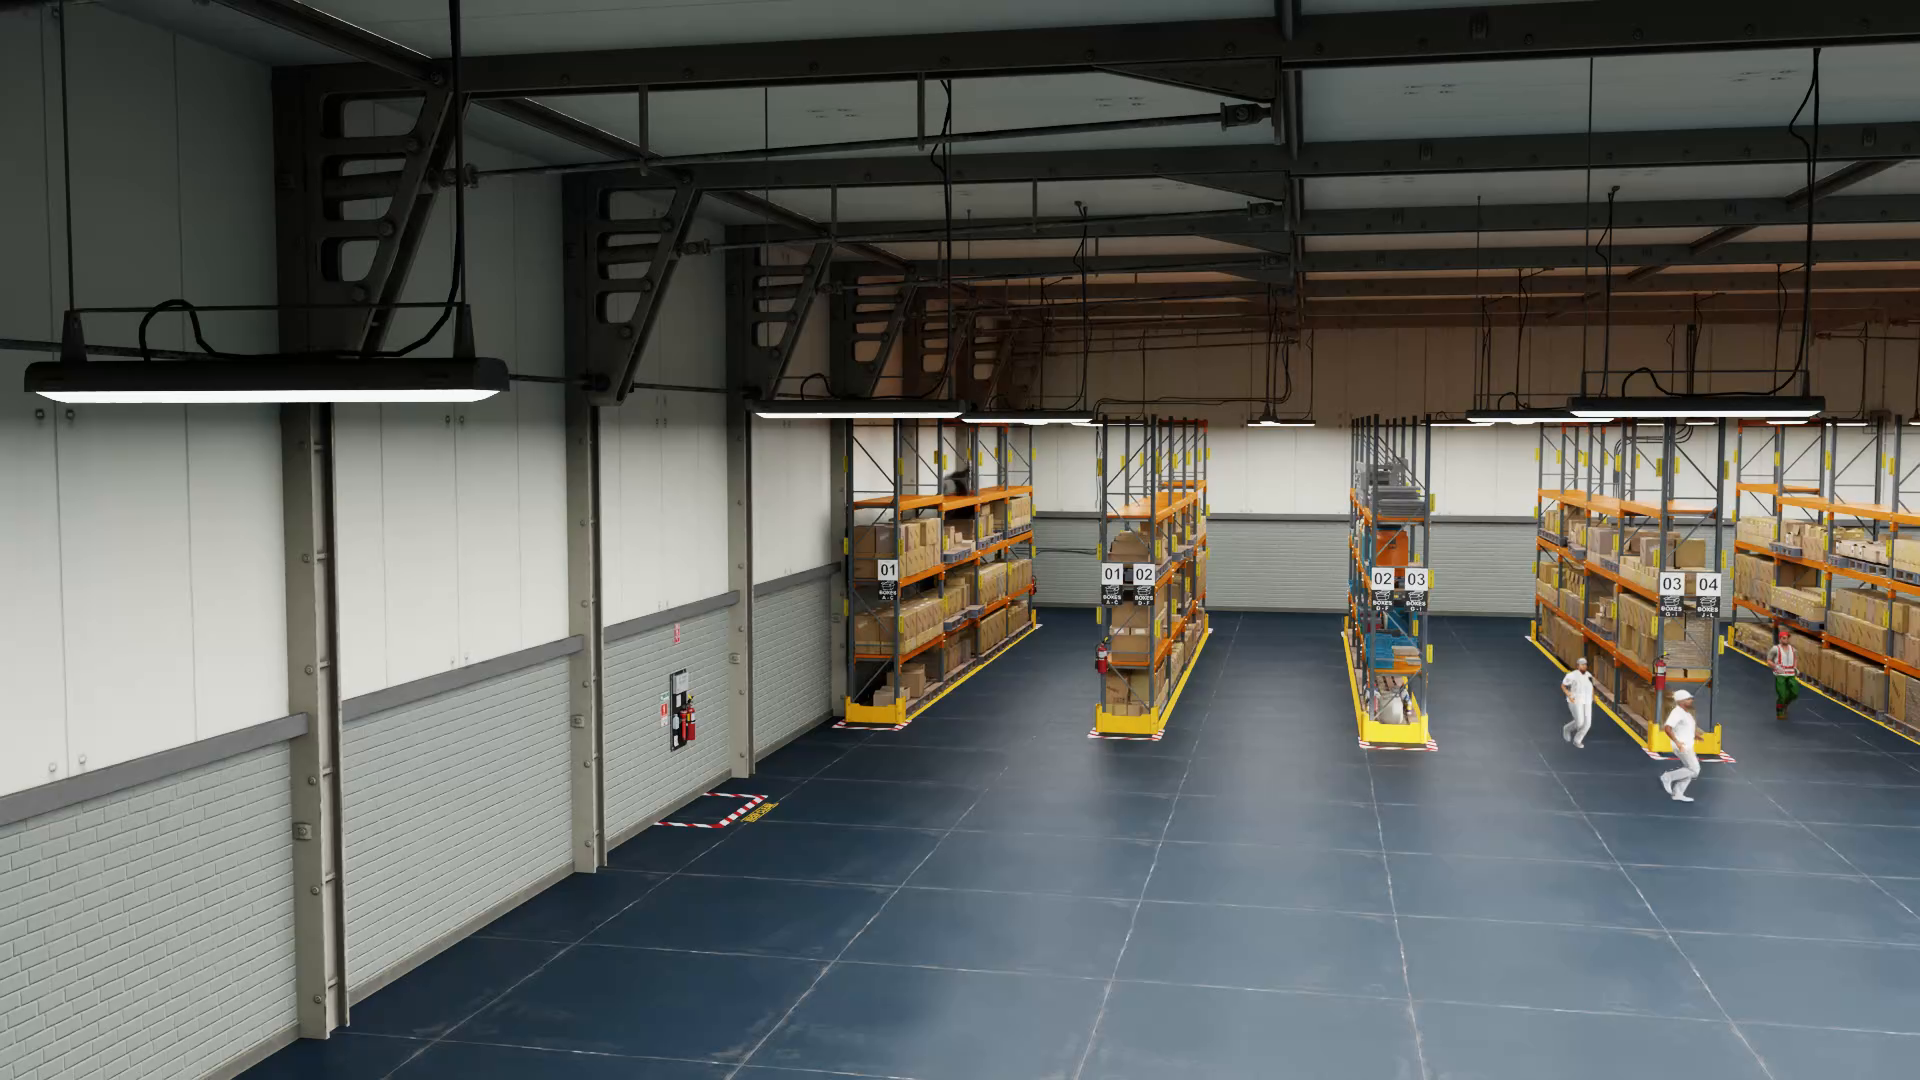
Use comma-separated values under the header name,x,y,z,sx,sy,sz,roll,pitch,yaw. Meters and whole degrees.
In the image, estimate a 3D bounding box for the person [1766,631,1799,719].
name,x,y,z,sx,sy,sz,roll,pitch,yaw
person,16.231,2.668,32.698,0.648,1.740,0.596,0,4,1

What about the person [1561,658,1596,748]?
name,x,y,z,sx,sy,sz,roll,pitch,yaw
person,11.177,2.926,29.920,0.618,1.609,0.528,-1,4,-15

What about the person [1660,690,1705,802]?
name,x,y,z,sx,sy,sz,roll,pitch,yaw
person,11.111,3.163,25.568,0.582,1.718,0.707,3,5,34
